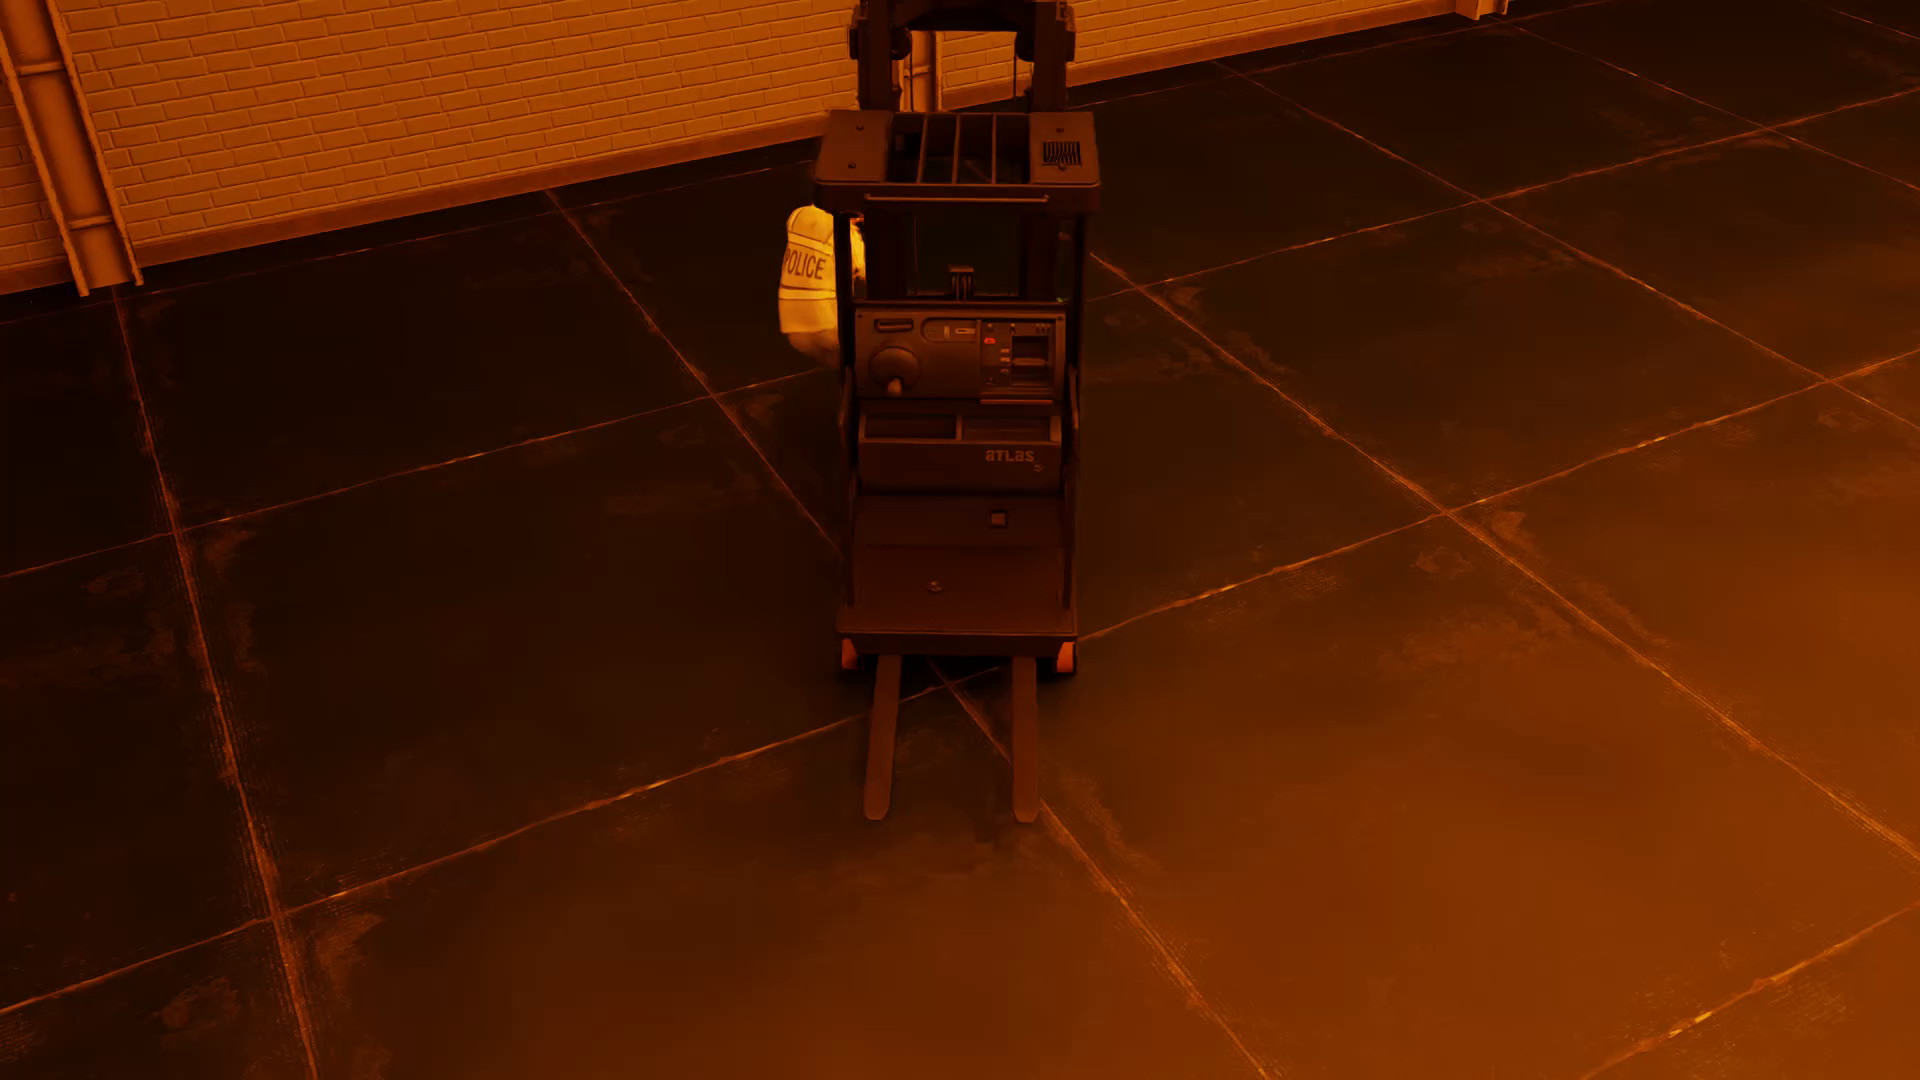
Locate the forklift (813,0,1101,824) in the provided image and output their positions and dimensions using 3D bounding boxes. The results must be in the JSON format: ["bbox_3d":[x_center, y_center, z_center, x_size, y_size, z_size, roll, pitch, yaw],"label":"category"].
[{"bbox_3d":[-0.003,-0.759,7.196,1.130,2.935,3.031,1,35,1],"label":"forklift"}]

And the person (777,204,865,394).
[{"bbox_3d":[-0.520,-1.293,9.212,1.080,1.516,0.951,19,39,25],"label":"person"}]
